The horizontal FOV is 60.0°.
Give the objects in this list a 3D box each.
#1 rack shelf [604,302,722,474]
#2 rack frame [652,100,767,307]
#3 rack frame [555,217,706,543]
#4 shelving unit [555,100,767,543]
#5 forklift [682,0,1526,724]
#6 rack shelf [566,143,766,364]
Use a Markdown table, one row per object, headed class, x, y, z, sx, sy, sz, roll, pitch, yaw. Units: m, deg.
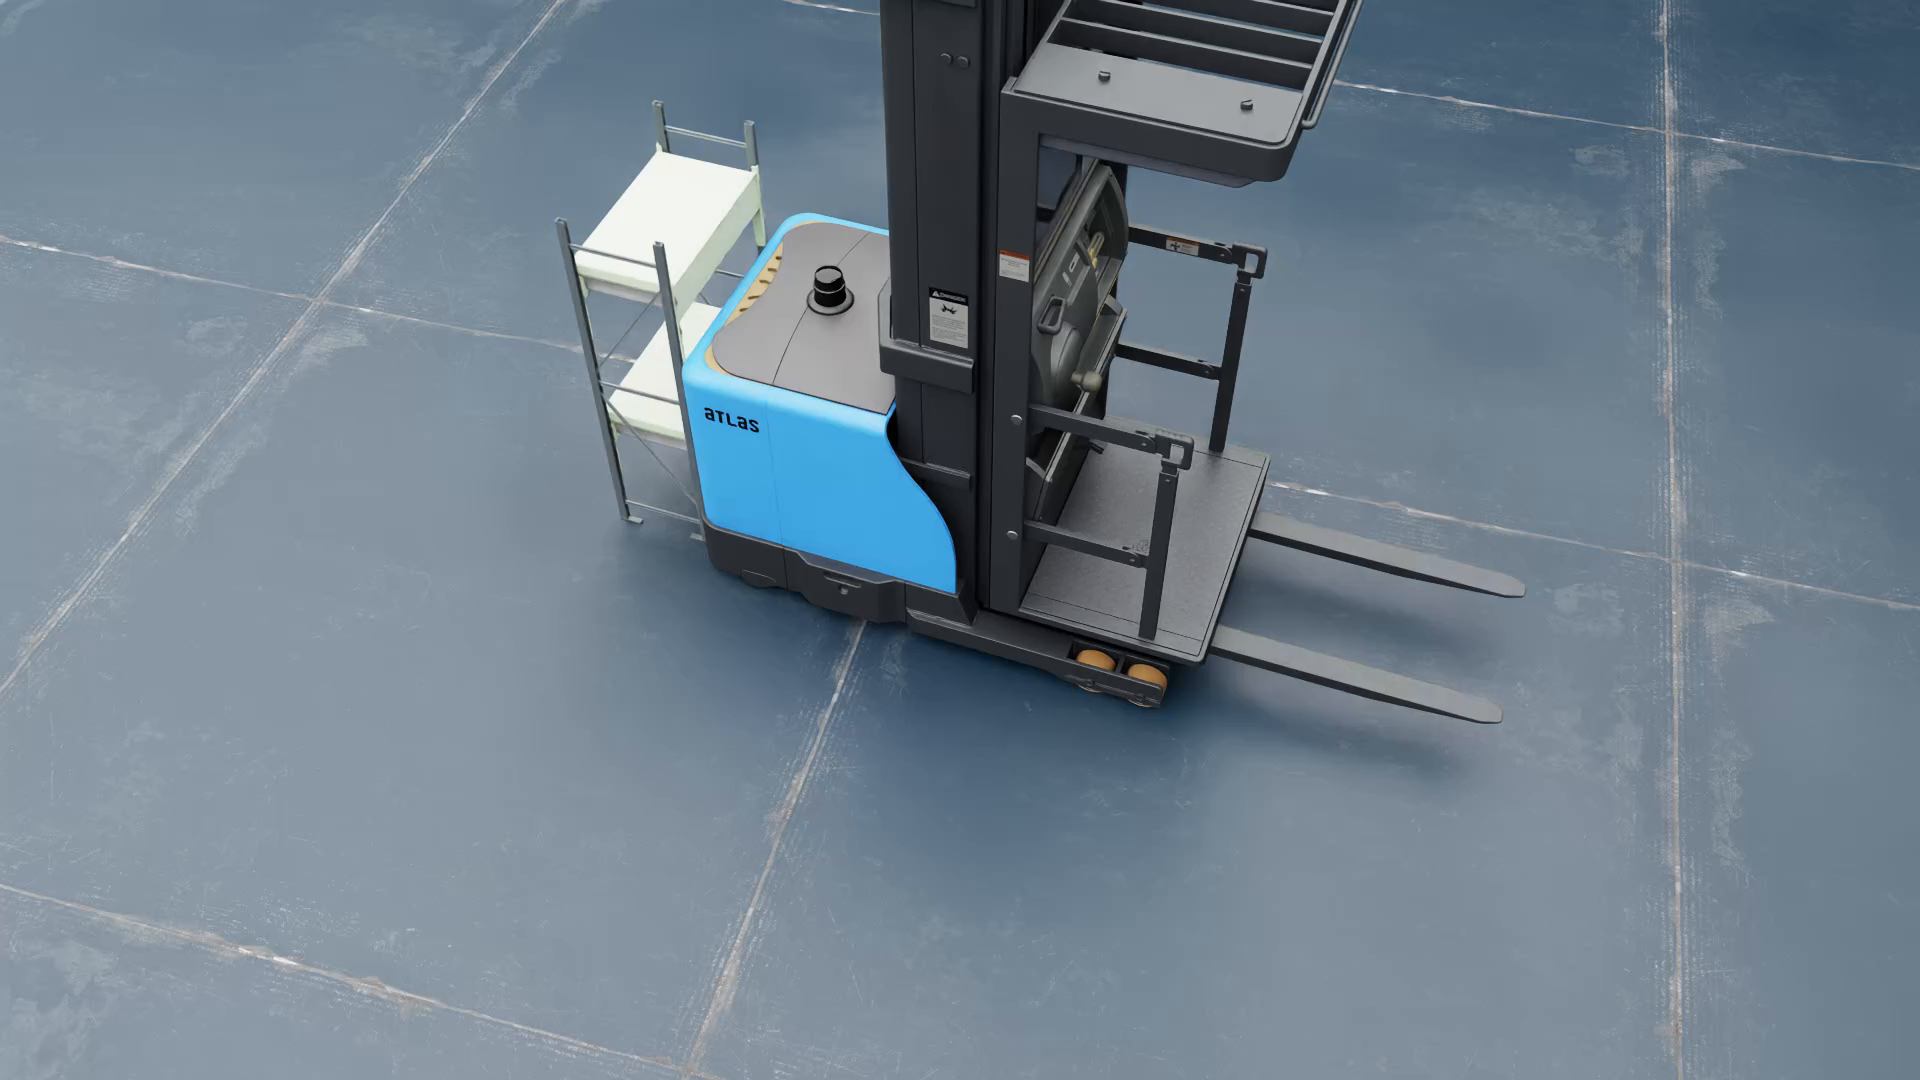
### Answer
| class | x | y | z | sx | sy | sz | roll | pitch | yaw |
| --- | --- | --- | --- | --- | --- | --- | --- | --- | --- |
| rack shelf | -1.060 | -0.582 | 6.616 | 0.431 | 0.370 | 0.720 | 15 | 50 | 13 |
| rack frame | -0.936 | -1.056 | 6.599 | 0.400 | 1.500 | 0.023 | 15 | 50 | 13 |
| rack frame | -1.181 | -0.539 | 6.143 | 0.400 | 1.500 | 0.023 | 15 | 50 | 13 |
| shelving unit | -1.058 | -0.797 | 6.371 | 0.431 | 1.500 | 0.755 | 15 | 50 | 13 |
| forklift | 0.584 | -0.809 | 5.428 | 3.031 | 2.935 | 1.130 | 15 | 50 | 13 |
| rack shelf | -1.057 | -1.055 | 6.078 | 0.431 | 0.370 | 0.720 | 15 | 50 | 13 |
